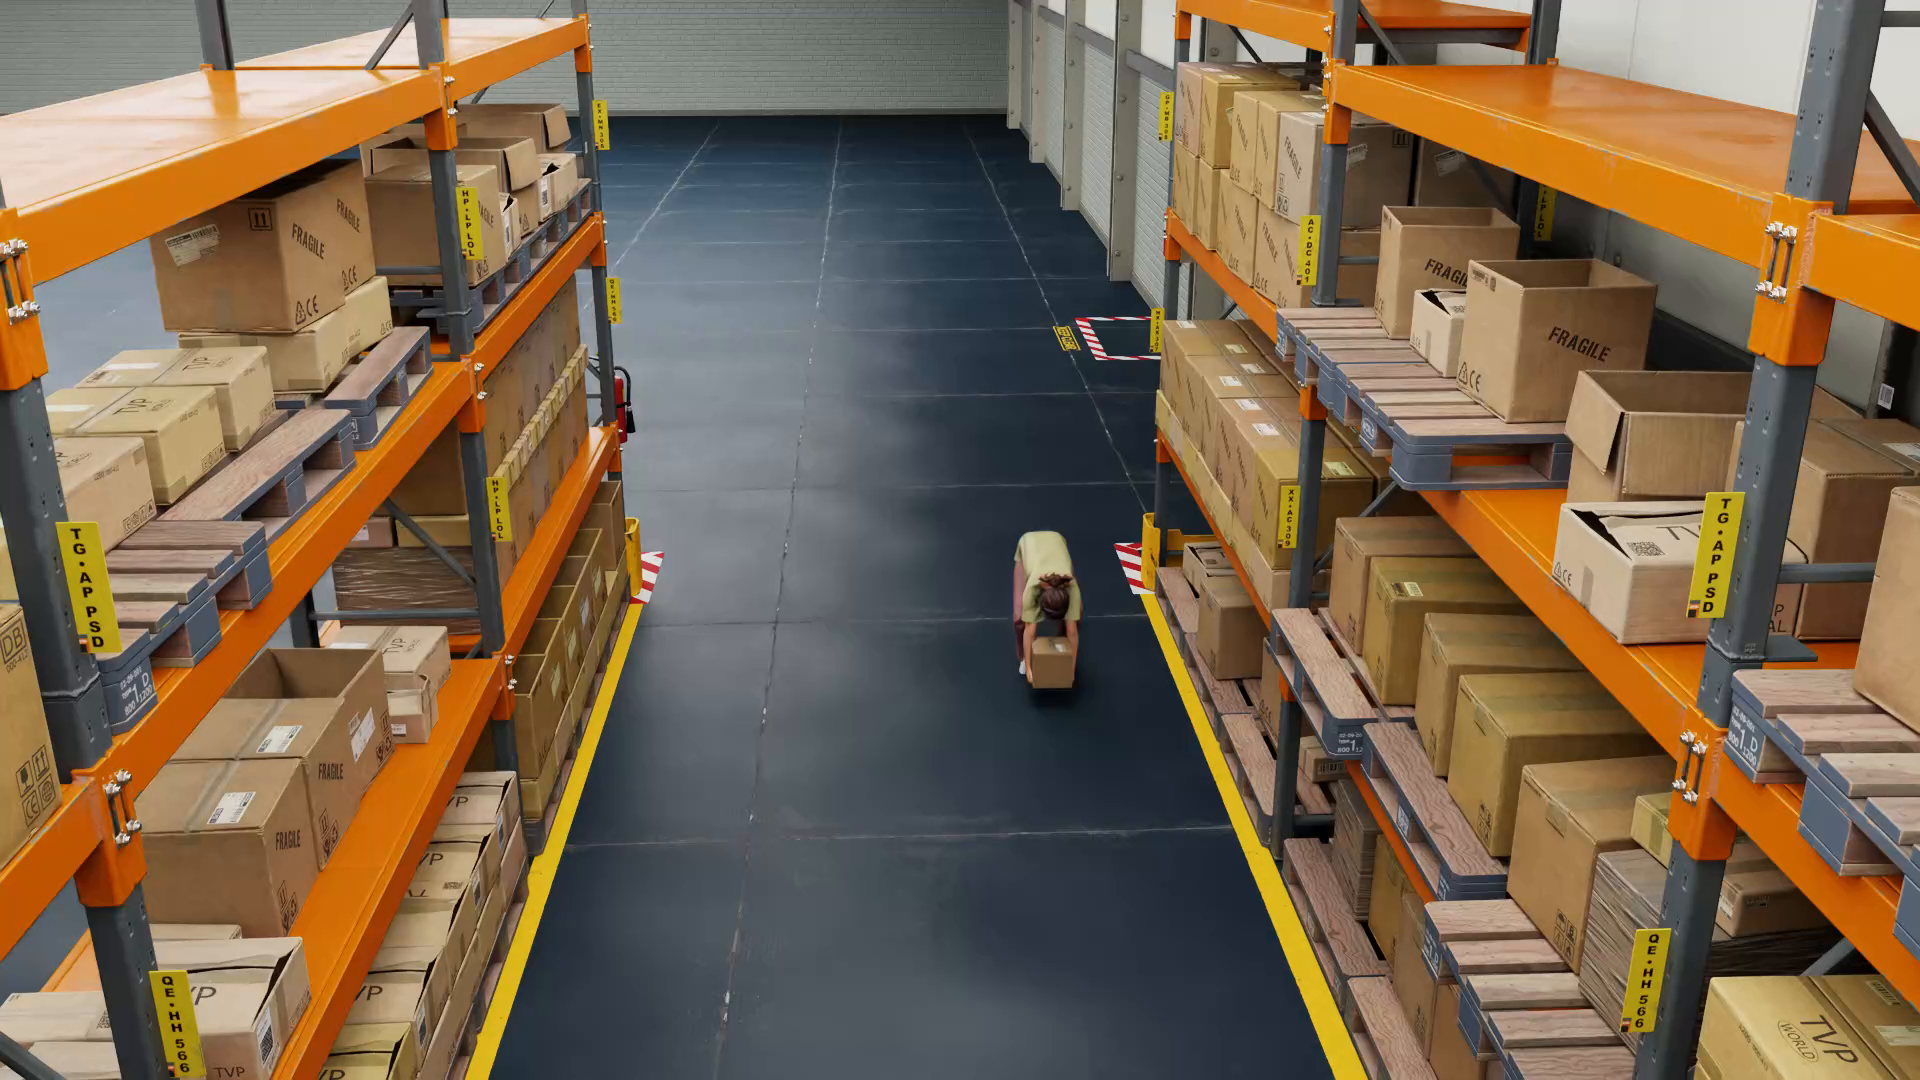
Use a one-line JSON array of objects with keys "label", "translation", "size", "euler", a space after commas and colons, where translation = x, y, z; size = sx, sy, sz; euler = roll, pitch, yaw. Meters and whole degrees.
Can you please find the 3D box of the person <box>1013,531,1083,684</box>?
[{"label": "person", "translation": [0.579, 0.479, 10.836], "size": [0.461, 0.947, 0.855], "euler": [-2, 21, -6]}]
